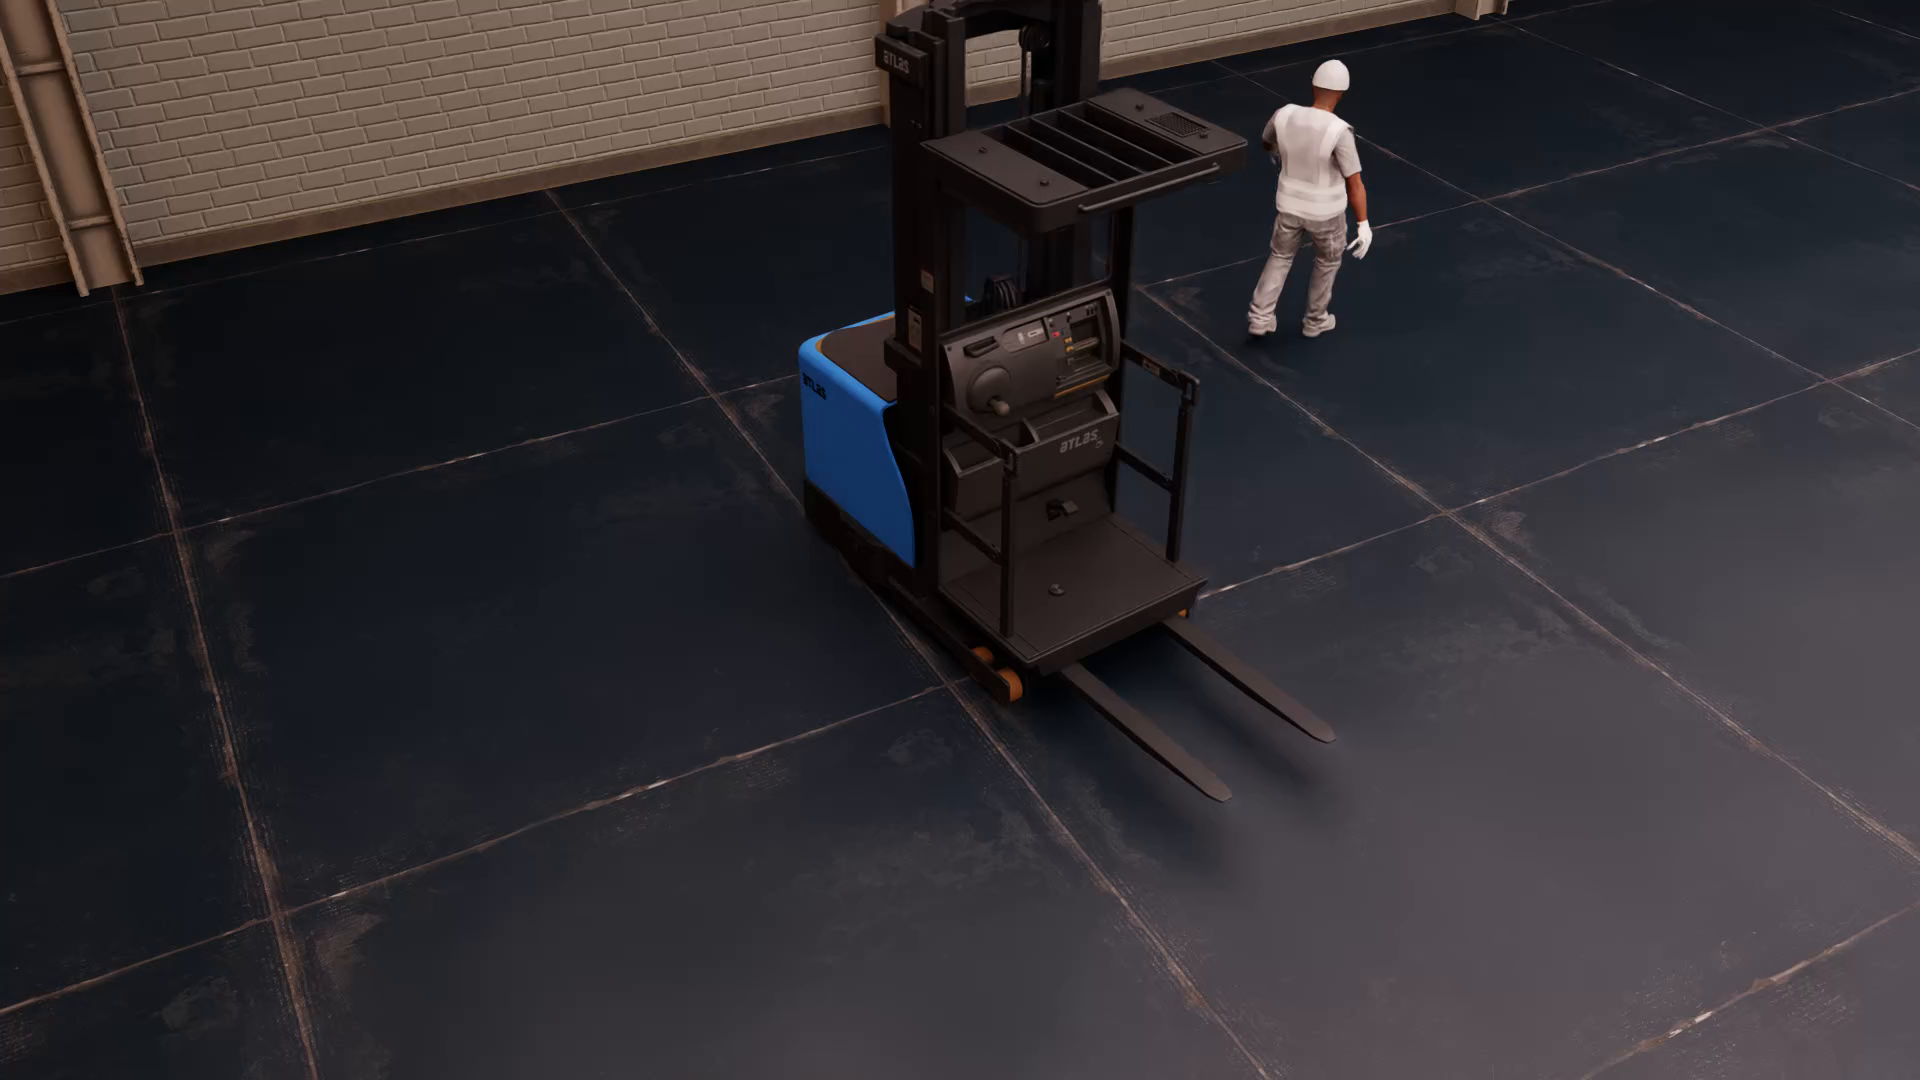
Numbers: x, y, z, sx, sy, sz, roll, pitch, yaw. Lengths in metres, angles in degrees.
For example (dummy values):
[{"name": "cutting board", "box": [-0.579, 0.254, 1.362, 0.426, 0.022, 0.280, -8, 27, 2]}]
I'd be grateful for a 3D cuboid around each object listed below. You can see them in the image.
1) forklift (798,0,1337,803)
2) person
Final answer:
[{"name": "forklift", "box": [0.453, -0.769, 7.211, 1.130, 2.935, 3.031, -23, 41, -28]}, {"name": "person", "box": [2.126, -2.006, 9.978, 0.944, 1.761, 0.728, 25, 42, 31]}]
